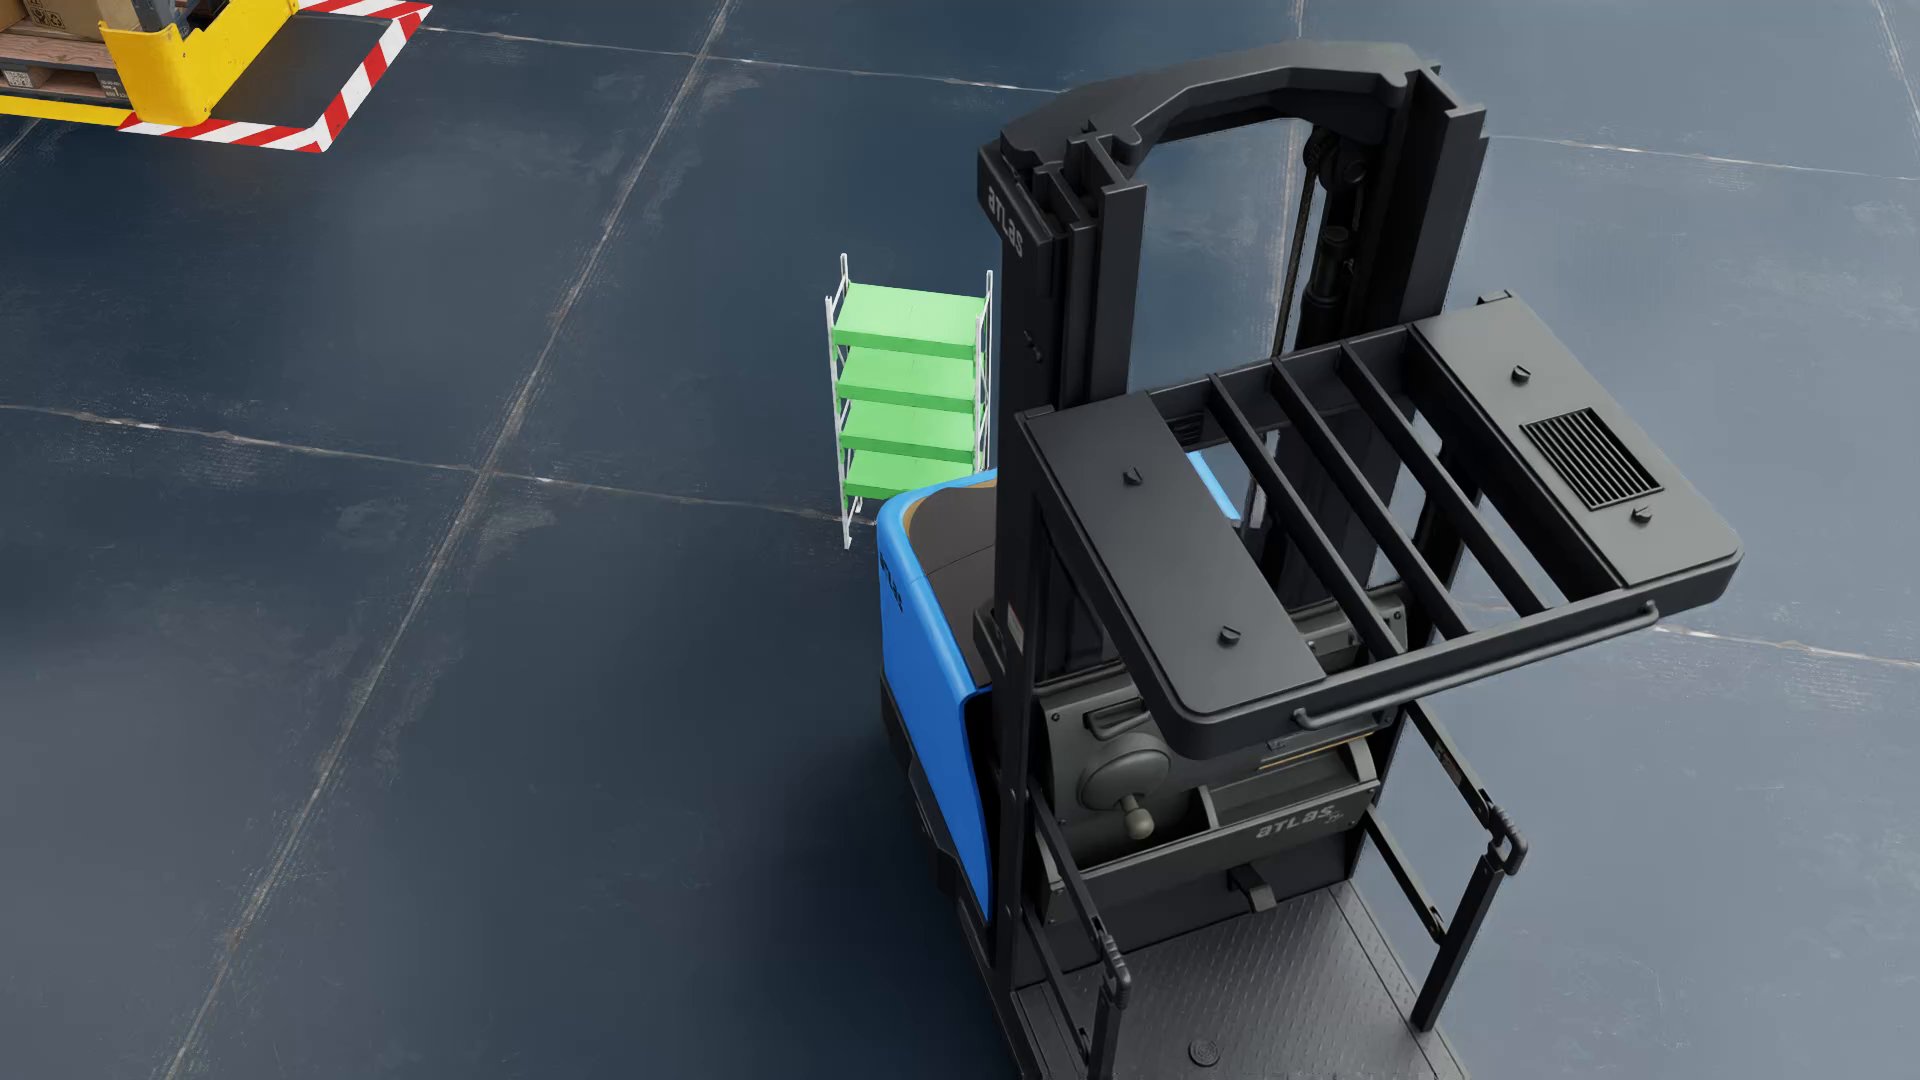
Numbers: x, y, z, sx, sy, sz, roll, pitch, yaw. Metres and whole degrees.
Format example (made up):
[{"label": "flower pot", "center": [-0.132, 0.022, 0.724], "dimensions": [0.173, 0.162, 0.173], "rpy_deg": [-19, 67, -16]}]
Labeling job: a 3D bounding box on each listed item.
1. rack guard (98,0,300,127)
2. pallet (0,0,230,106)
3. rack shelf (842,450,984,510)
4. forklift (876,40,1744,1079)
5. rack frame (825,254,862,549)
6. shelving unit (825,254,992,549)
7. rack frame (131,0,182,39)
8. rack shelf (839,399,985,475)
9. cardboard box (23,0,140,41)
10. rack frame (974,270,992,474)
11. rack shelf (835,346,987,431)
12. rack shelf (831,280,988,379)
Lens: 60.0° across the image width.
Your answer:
[{"label": "rack guard", "center": [-3.748, -2.608, 8.257], "dimensions": [0.348, 0.500, 1.175], "rpy_deg": [8, 49, 7]}, {"label": "pallet", "center": [-4.541, -2.645, 8.484], "dimensions": [1.213, 0.211, 1.003], "rpy_deg": [8, 49, 7]}, {"label": "rack shelf", "center": [-0.163, -0.220, 6.049], "dimensions": [0.480, 0.148, 0.258], "rpy_deg": [8, 49, 7]}, {"label": "forklift", "center": [0.714, 0.527, 3.806], "dimensions": [1.130, 2.935, 3.031], "rpy_deg": [-15, 50, -13]}, {"label": "rack frame", "center": [-0.403, -0.455, 5.852], "dimensions": [0.015, 1.200, 0.240], "rpy_deg": [8, 49, 7]}, {"label": "shelving unit", "center": [-0.163, -0.423, 5.823], "dimensions": [0.503, 1.200, 0.258], "rpy_deg": [8, 49, 7]}, {"label": "rack frame", "center": [-3.673, -3.433, 7.318], "dimensions": [0.127, 3.000, 1.000], "rpy_deg": [8, 49, 7]}, {"label": "rack shelf", "center": [-0.163, -0.380, 5.871], "dimensions": [0.480, 0.148, 0.258], "rpy_deg": [8, 49, 7]}, {"label": "cardboard box", "center": [-4.285, -2.833, 8.177], "dimensions": [0.500, 0.500, 0.500], "rpy_deg": [16, 50, 14]}, {"label": "rack frame", "center": [0.077, -0.391, 5.794], "dimensions": [0.015, 1.200, 0.240], "rpy_deg": [8, 49, 7]}, {"label": "rack shelf", "center": [-0.163, -0.541, 5.692], "dimensions": [0.480, 0.148, 0.258], "rpy_deg": [8, 49, 7]}, {"label": "rack shelf", "center": [-0.163, -0.701, 5.514], "dimensions": [0.480, 0.148, 0.258], "rpy_deg": [8, 49, 7]}]
